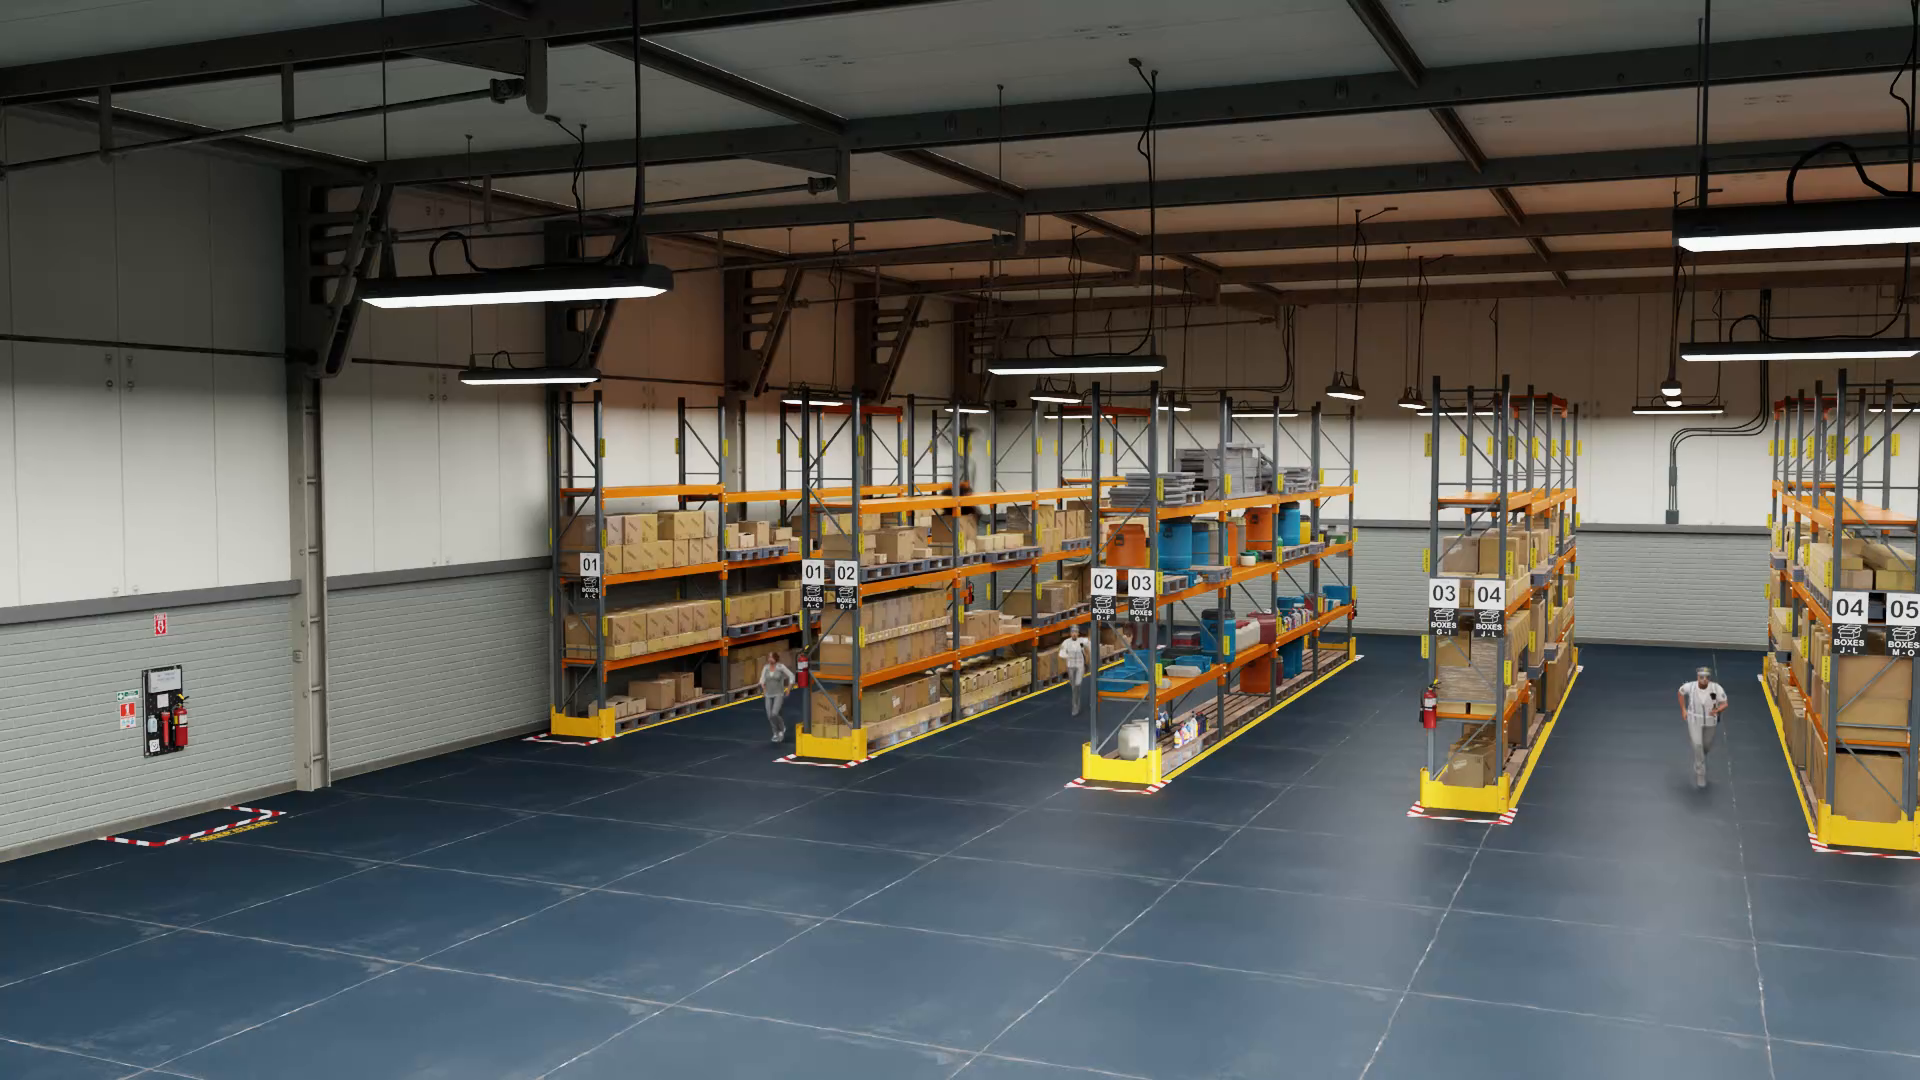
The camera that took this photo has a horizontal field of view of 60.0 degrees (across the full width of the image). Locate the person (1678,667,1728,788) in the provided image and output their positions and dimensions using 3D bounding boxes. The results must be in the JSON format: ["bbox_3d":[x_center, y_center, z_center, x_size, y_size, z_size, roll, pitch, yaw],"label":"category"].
[{"bbox_3d":[11.147,2.762,24.978,0.663,1.788,1.094,1,3,15],"label":"person"}]

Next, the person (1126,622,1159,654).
[{"bbox_3d":[3.841,2.197,35.267,0.704,1.738,0.572,1,3,23],"label":"person"}]

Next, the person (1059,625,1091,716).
[{"bbox_3d":[2.199,2.436,31.393,0.638,1.723,0.828,1,3,10],"label":"person"}]

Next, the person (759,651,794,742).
[{"bbox_3d":[-3.135,2.654,28.148,0.560,1.562,0.600,1,3,15],"label":"person"}]
